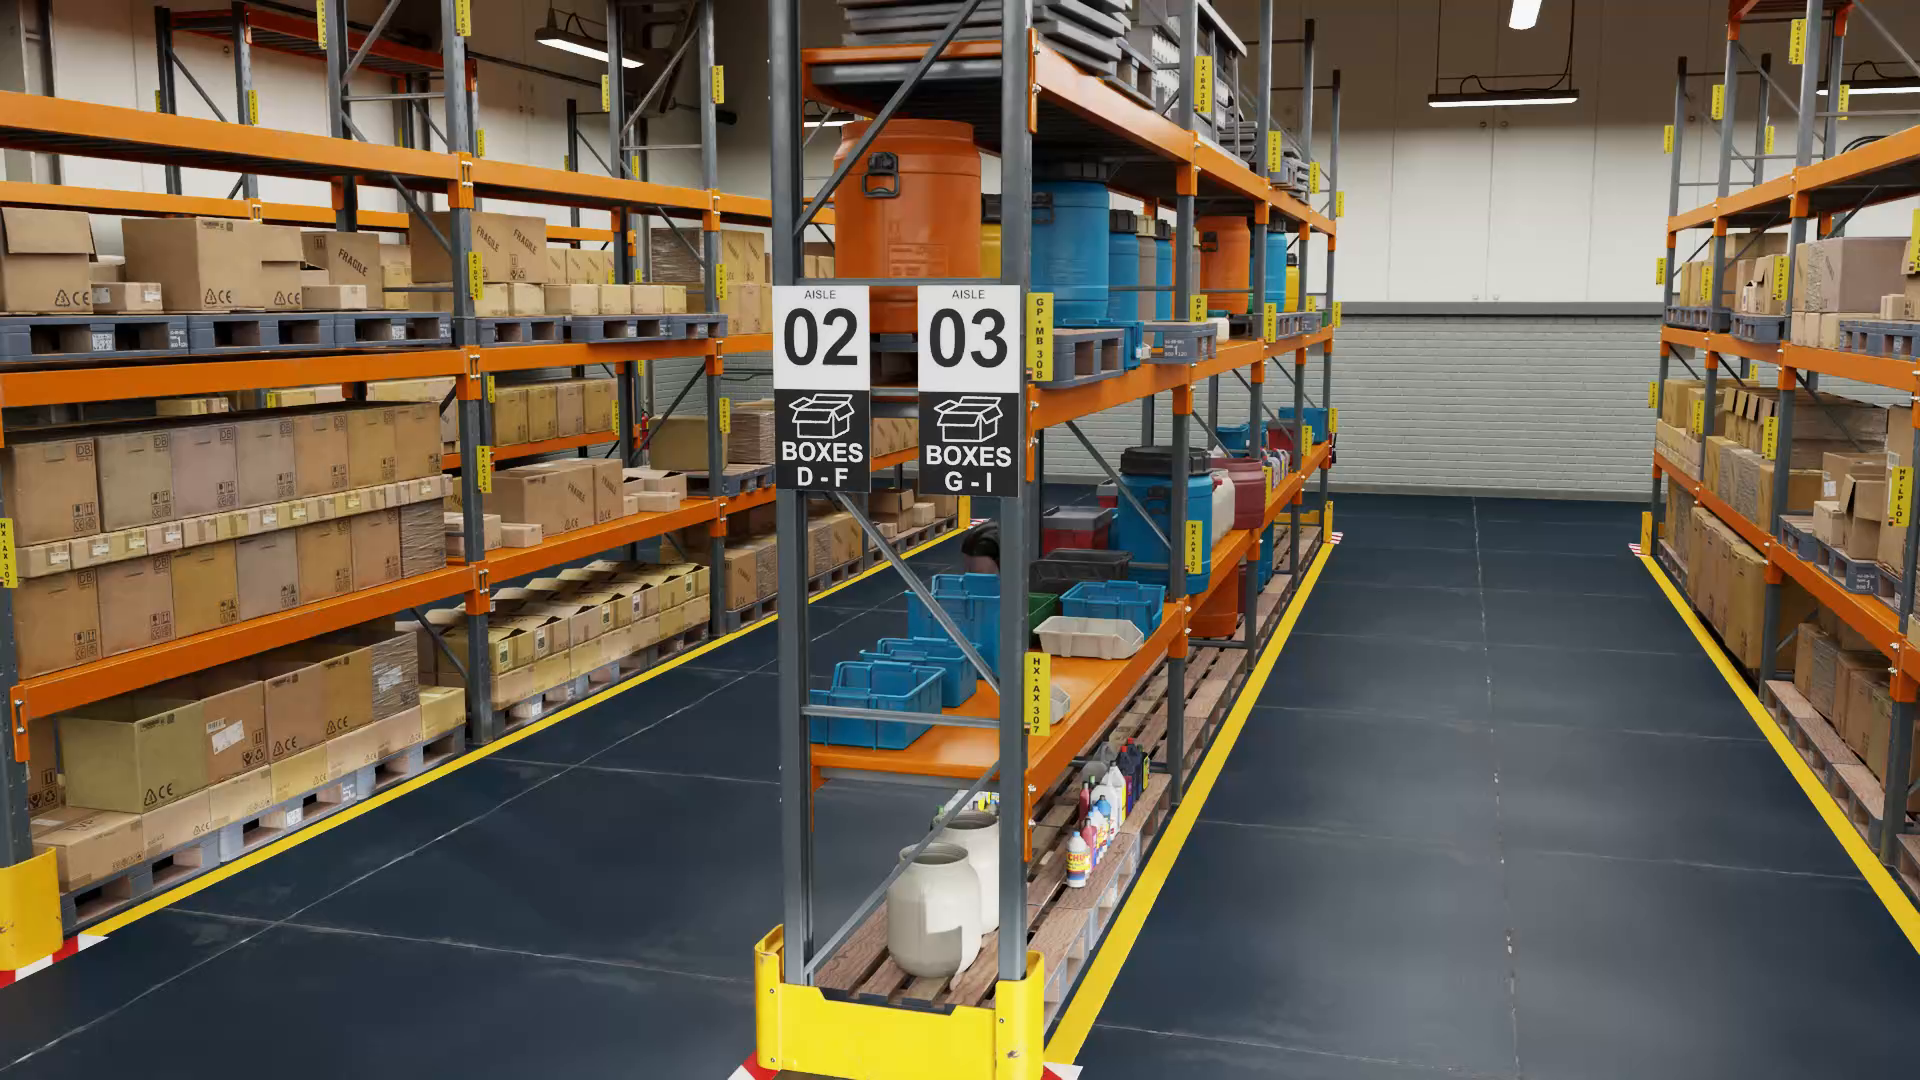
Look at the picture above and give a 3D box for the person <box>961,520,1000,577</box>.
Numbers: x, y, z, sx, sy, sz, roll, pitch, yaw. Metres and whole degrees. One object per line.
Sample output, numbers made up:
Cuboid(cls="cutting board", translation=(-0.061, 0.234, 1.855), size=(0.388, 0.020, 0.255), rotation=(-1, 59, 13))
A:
Cuboid(cls="person", translation=(0.484, 0.357, 15.333), size=(0.931, 1.184, 0.475), rotation=(2, 9, 14))
